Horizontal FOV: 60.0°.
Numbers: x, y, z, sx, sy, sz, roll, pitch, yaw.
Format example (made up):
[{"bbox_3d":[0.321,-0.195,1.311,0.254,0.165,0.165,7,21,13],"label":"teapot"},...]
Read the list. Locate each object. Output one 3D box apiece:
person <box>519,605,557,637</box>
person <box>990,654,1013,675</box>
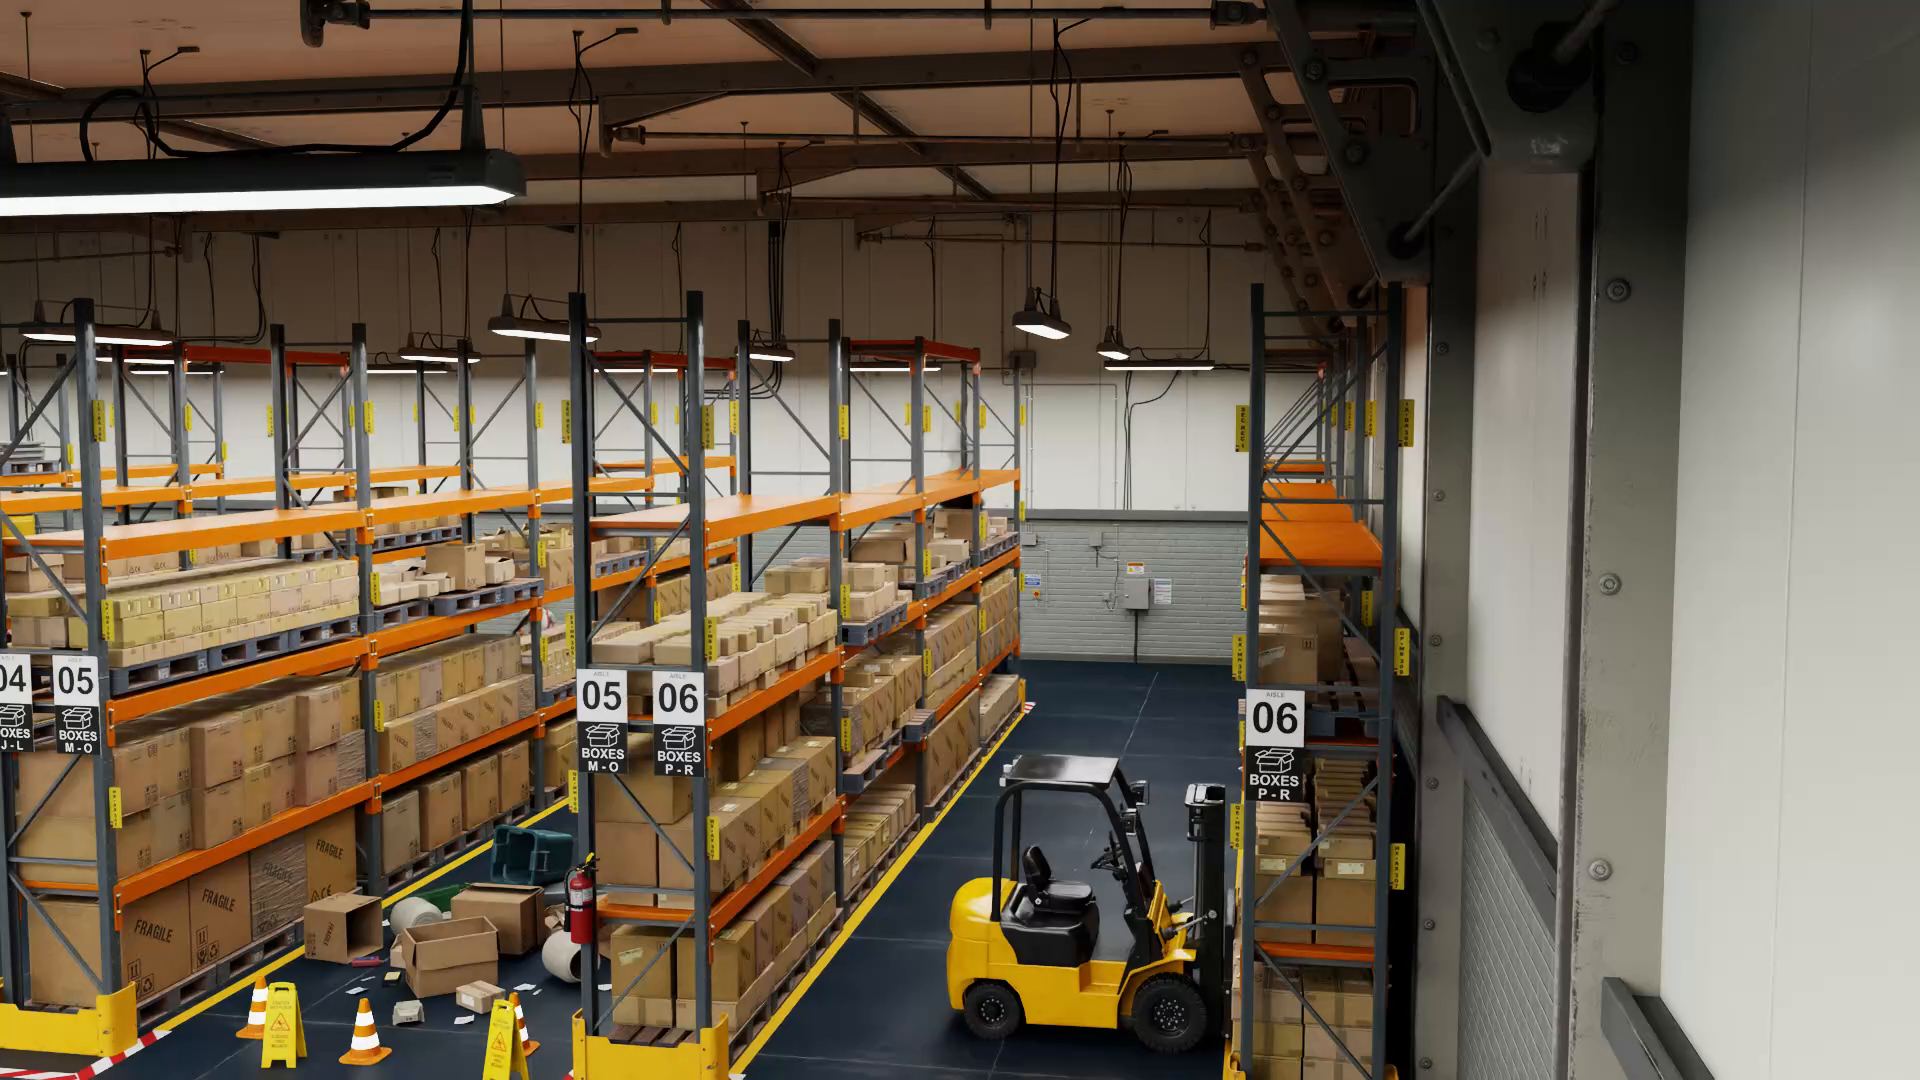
[{"bbox_3d":[-7.638,1.872,30.190,0.699,1.760,0.701,-3,5,-31],"label":"person"},{"bbox_3d":[0.728,1.989,29.531,0.662,1.592,0.506,0,5,-5],"label":"person"}]
